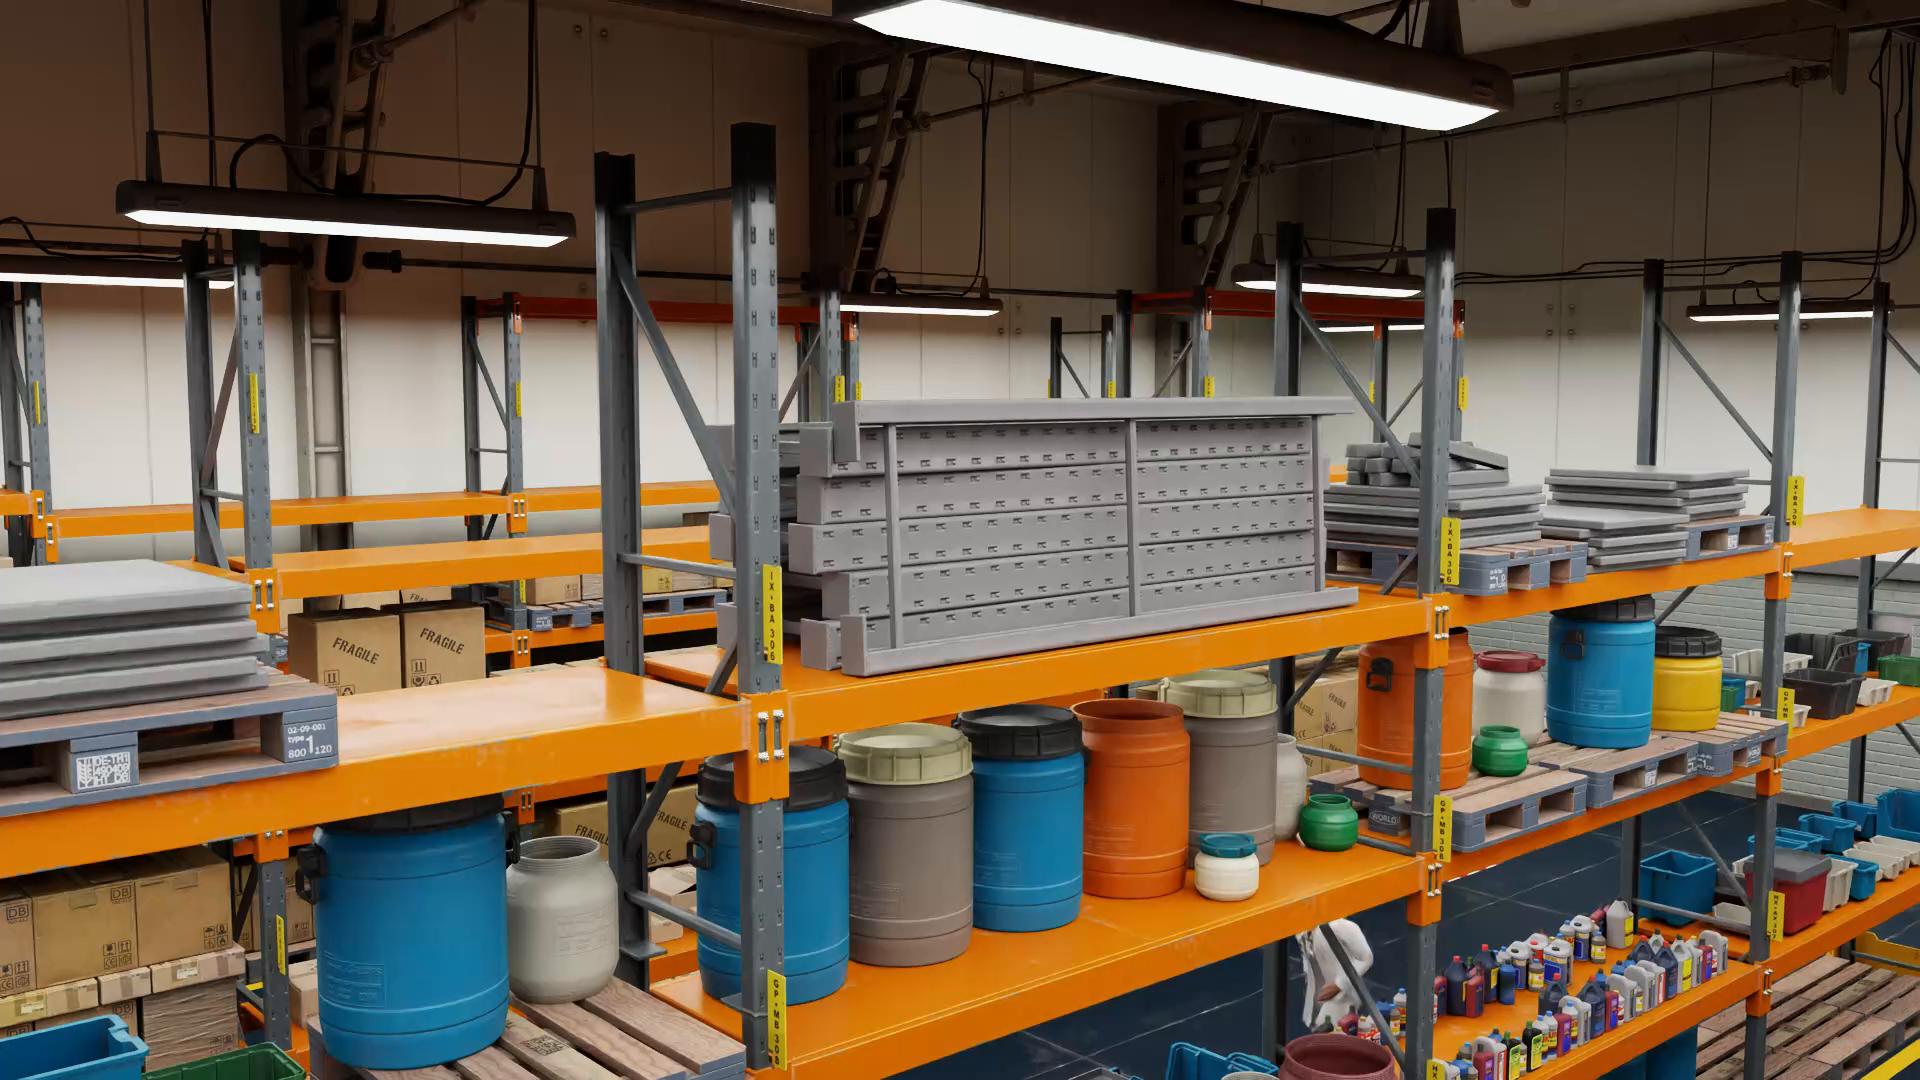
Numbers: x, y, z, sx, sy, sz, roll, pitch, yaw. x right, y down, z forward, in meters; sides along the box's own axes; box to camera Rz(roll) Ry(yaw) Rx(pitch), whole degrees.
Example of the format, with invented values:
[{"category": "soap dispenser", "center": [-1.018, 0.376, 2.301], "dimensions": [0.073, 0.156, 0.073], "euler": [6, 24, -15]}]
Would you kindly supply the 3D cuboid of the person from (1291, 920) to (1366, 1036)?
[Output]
[{"category": "person", "center": [2.651, 3.327, 11.762], "dimensions": [0.827, 1.522, 0.698], "euler": [-4, 7, -39]}]
